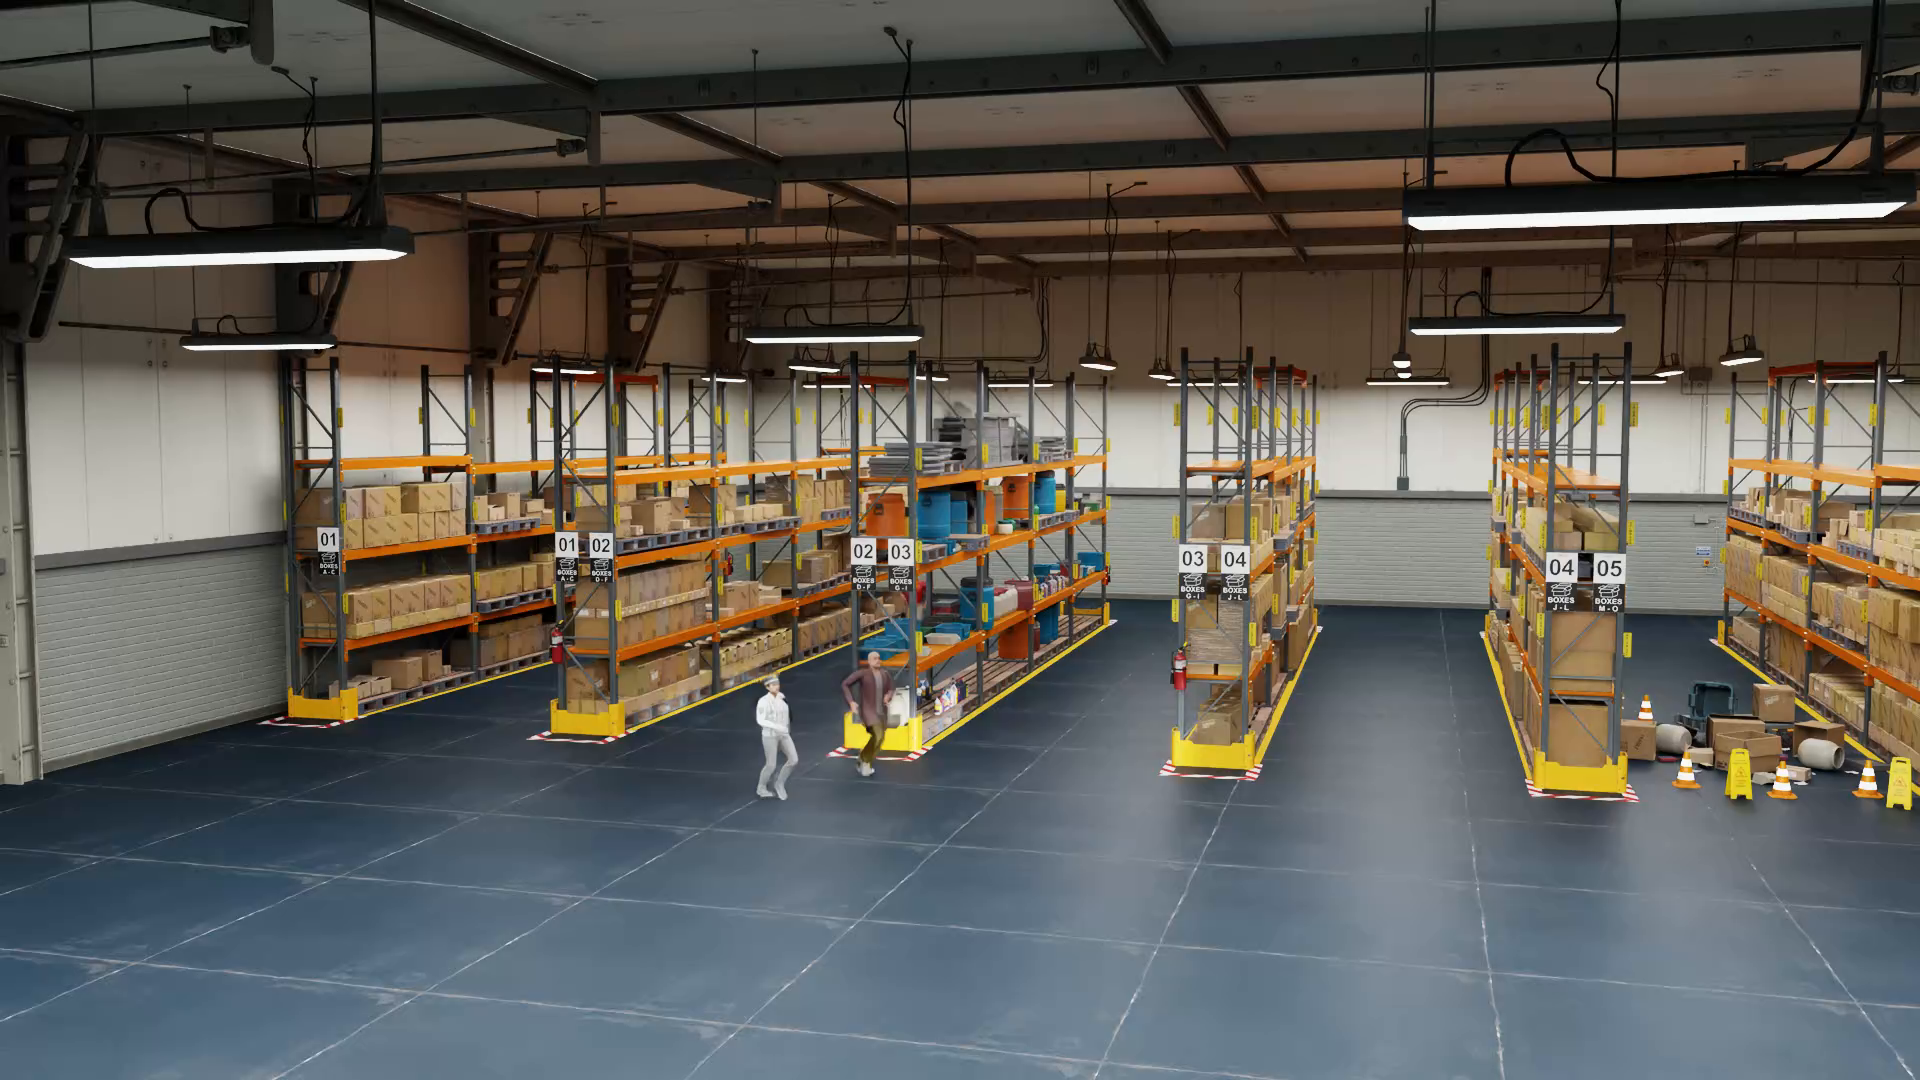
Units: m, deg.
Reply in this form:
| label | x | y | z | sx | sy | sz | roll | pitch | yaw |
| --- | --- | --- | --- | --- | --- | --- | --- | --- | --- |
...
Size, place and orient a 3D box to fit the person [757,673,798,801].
| label | x | y | z | sx | sy | sz | roll | pitch | yaw |
| --- | --- | --- | --- | --- | --- | --- | --- | --- | --- |
| person | -2.405 | 2.572 | 21.765 | 0.644 | 1.685 | 0.619 | 4 | 6 | 44 |

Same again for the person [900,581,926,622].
| label | x | y | z | sx | sy | sz | roll | pitch | yaw |
| --- | --- | --- | --- | --- | --- | --- | --- | --- | --- |
| person | -1.005 | 1.503 | 36.210 | 0.663 | 1.675 | 0.624 | 1 | 4 | 13 |

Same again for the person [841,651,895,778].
| label | x | y | z | sx | sy | sz | roll | pitch | yaw |
| --- | --- | --- | --- | --- | --- | --- | --- | --- | --- |
| person | -1.206 | 2.425 | 23.204 | 0.698 | 1.737 | 0.658 | -4 | 6 | -43 |
